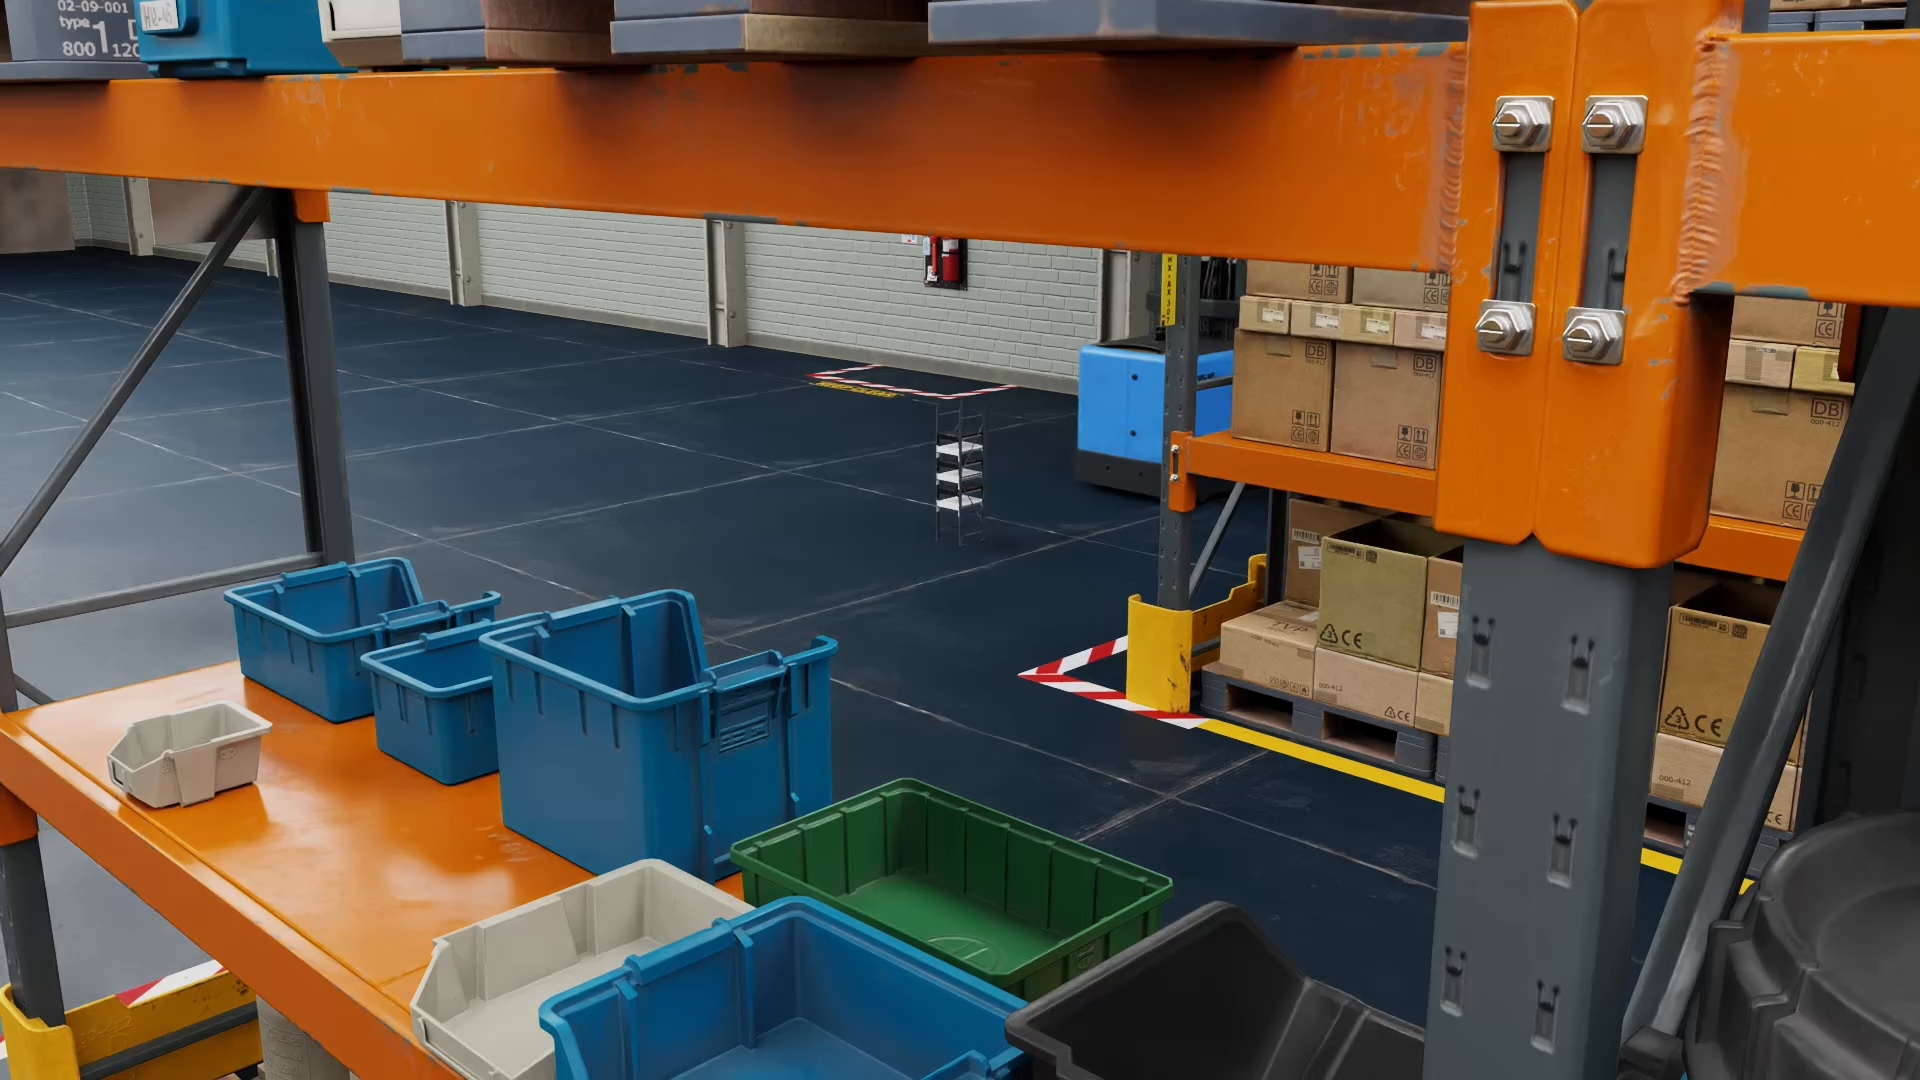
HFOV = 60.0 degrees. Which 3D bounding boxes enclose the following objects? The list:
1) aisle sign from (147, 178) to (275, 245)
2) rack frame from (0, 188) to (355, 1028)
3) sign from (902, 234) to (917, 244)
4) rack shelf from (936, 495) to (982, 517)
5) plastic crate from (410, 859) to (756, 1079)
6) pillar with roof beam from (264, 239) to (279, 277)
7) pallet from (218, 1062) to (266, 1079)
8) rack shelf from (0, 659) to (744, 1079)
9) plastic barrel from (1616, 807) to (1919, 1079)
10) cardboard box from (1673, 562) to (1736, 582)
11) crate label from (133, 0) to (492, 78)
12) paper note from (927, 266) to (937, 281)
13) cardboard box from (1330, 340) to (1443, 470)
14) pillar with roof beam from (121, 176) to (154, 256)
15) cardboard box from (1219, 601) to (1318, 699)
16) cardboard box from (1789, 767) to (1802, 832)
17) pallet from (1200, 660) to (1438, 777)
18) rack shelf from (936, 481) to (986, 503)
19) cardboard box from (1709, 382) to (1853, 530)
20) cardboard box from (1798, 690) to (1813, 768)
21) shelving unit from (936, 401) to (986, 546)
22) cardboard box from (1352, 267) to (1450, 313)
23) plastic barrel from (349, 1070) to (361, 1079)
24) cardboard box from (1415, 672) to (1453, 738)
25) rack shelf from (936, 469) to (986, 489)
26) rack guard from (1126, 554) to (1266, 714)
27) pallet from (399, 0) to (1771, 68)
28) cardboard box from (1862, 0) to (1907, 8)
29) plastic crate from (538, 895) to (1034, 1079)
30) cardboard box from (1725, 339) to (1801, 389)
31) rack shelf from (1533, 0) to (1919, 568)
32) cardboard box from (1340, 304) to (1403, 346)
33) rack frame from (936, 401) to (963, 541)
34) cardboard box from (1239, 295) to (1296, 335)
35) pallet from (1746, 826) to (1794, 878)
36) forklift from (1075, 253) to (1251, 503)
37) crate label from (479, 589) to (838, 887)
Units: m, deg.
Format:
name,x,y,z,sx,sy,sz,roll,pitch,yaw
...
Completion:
name,x,y,z,sx,sy,sz,roll,pitch,yaw
aisle sign,-1.967,-1.187,4.383,0.004,0.787,0.394,14,20,42
rack frame,-2.121,0.138,4.455,0.127,3.000,1.000,14,20,42
sign,-0.539,-3.317,17.644,0.234,0.329,0.001,14,20,42
rack shelf,0.006,-0.228,10.867,0.200,0.077,0.258,14,20,42
plastic crate,-0.587,0.727,2.716,0.437,0.136,0.530,14,20,42
pillar with roof beam,-14.406,-8.017,23.854,0.400,9.000,9.100,14,20,42
pallet,-1.453,1.635,4.239,1.213,0.211,1.003,14,20,42
rack shelf,-0.682,0.836,3.203,4.000,0.370,1.077,14,20,42
plastic barrel,0.826,0.718,1.235,0.708,0.901,0.600,14,20,42
cardboard box,3.001,0.304,6.951,0.500,0.500,0.500,14,20,42
crate label,-1.003,-0.854,2.608,0.408,0.251,0.502,14,20,42
paper note,-0.292,-2.802,17.484,0.142,0.148,0.016,14,20,42
cardboard box,2.028,-0.634,7.219,0.700,0.500,0.500,-14,20,-43
pillar with roof beam,-18.725,-9.067,27.884,0.400,9.000,9.100,14,20,42
cardboard box,1.551,0.501,7.682,0.500,0.250,0.500,14,20,42
cardboard box,3.360,0.936,6.012,0.500,0.250,0.500,14,20,42
pallet,1.899,0.715,7.770,1.213,0.211,1.003,14,20,42
rack shelf,0.006,-0.315,10.844,0.200,0.077,0.258,14,20,42
cardboard box,3.132,-0.365,6.187,0.500,0.500,0.700,14,20,43
cardboard box,3.362,0.573,5.919,0.500,0.500,0.500,14,20,42
shelving unit,0.006,-0.434,10.813,0.210,0.900,0.258,14,20,42
cardboard box,2.067,-1.253,7.020,0.500,0.500,0.700,13,19,41
plastic barrel,-1.234,1.327,3.990,0.421,0.512,0.421,0,15,0
cardboard box,2.273,0.675,7.012,0.500,0.250,0.500,14,20,42
rack shelf,0.006,-0.402,10.822,0.200,0.077,0.258,14,20,42
rack guard,1.302,0.445,8.235,0.348,0.500,1.175,14,20,42
pallet,0.171,-0.631,1.831,1.003,0.211,1.213,14,20,42
cardboard box,3.141,-1.823,5.419,0.250,0.149,0.380,14,20,42
plastic crate,-0.227,0.765,2.341,0.616,0.251,0.499,14,20,42
cardboard box,2.941,-0.654,6.009,0.380,0.149,0.250,-14,20,-43
rack shelf,2.198,0.084,0.138,4.000,0.370,1.077,14,20,42
cardboard box,1.823,-0.926,7.051,0.250,0.149,0.380,14,20,42
rack frame,-0.067,-0.452,10.881,0.006,0.900,0.240,14,20,42
cardboard box,1.452,-1.015,7.395,0.250,0.149,0.380,13,20,42
pallet,3.656,1.142,6.131,1.213,0.211,1.003,14,20,42
forklift,2.244,-1.981,12.721,1.130,2.935,3.031,14,20,42
crate label,-0.609,0.393,3.403,0.616,0.435,0.502,14,20,42
